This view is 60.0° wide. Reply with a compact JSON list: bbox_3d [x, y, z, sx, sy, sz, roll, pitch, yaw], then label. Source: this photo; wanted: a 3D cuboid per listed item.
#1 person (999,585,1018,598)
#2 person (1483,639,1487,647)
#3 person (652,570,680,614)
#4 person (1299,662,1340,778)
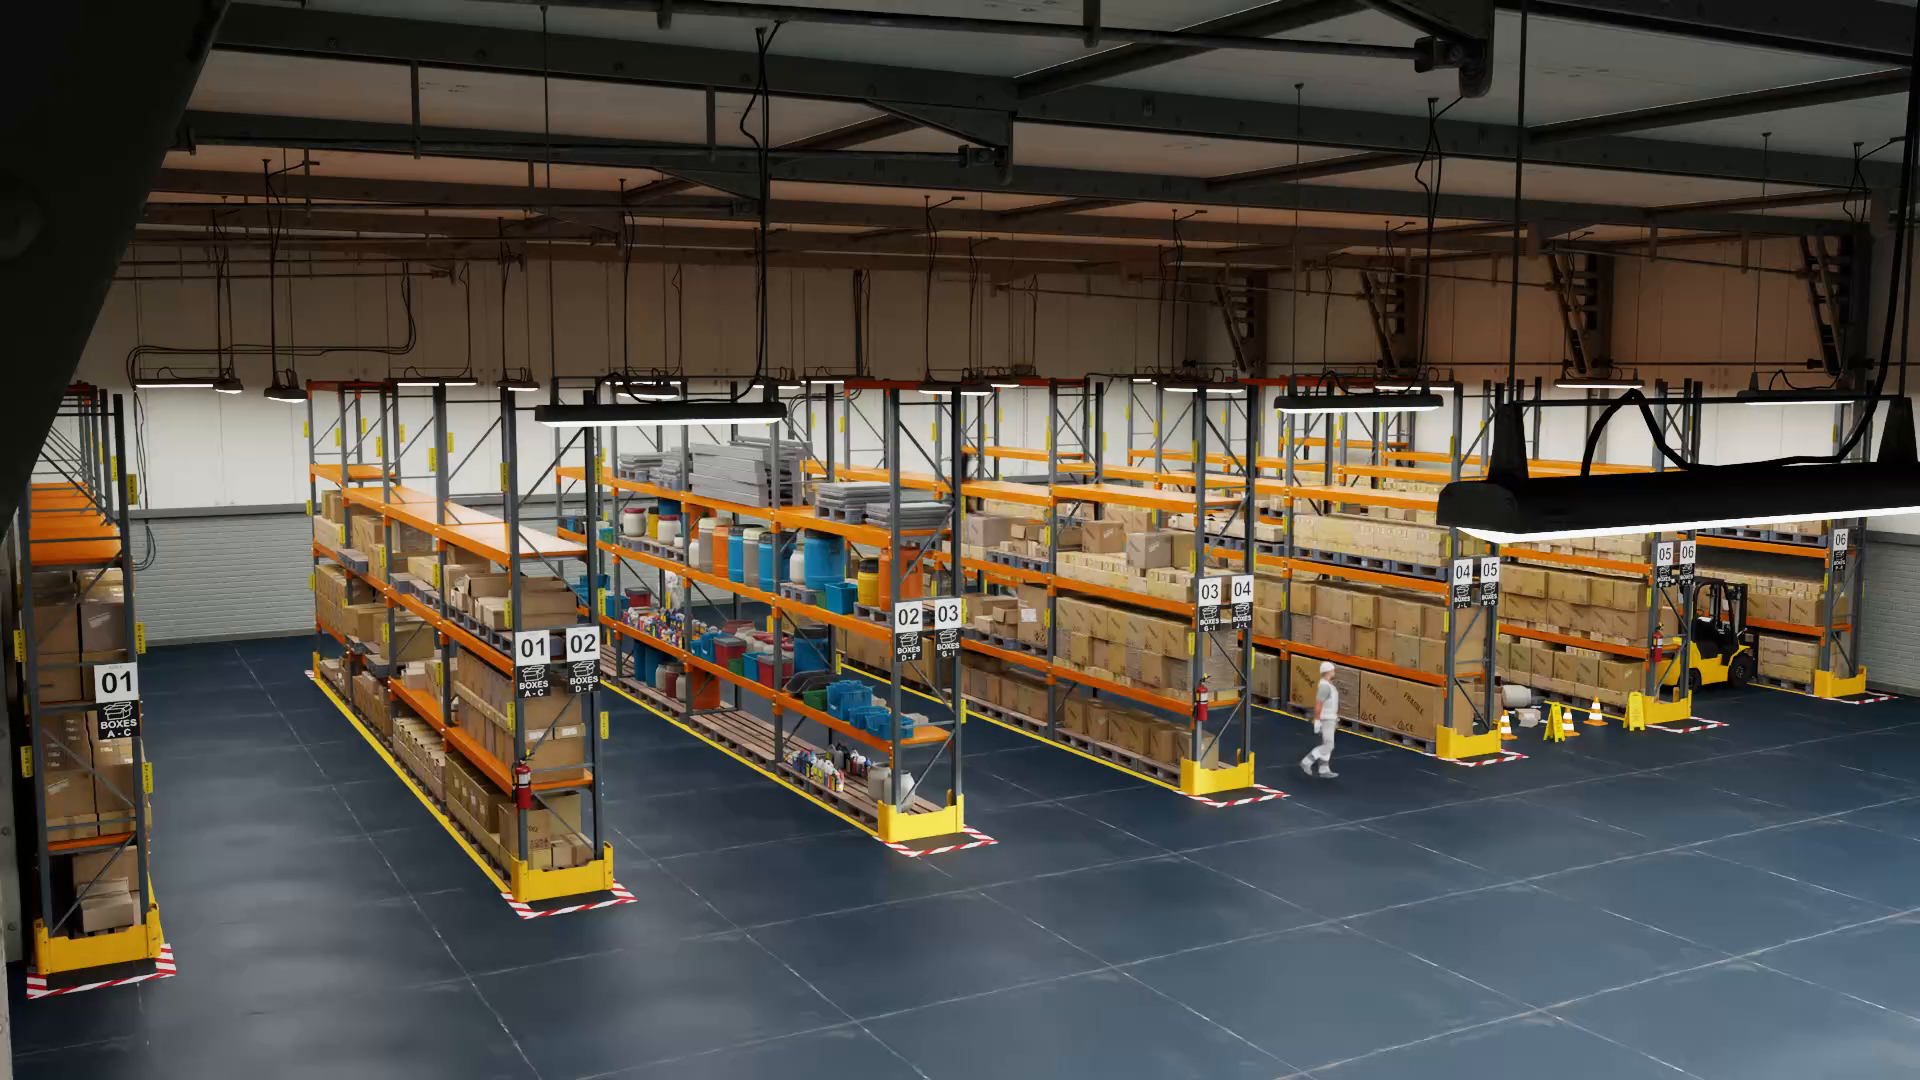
[{"bbox_3d":[1.173,0.964,42.538,0.849,1.710,0.556,-4,7,-34],"label":"person"},{"bbox_3d":[11.080,1.680,35.970,0.574,1.644,0.903,-4,7,-32],"label":"person"},{"bbox_3d":[-7.121,1.221,40.193,0.856,1.688,0.726,1,6,13],"label":"person"},{"bbox_3d":[5.489,2.750,25.347,0.589,1.781,0.699,2,6,15],"label":"person"}]
